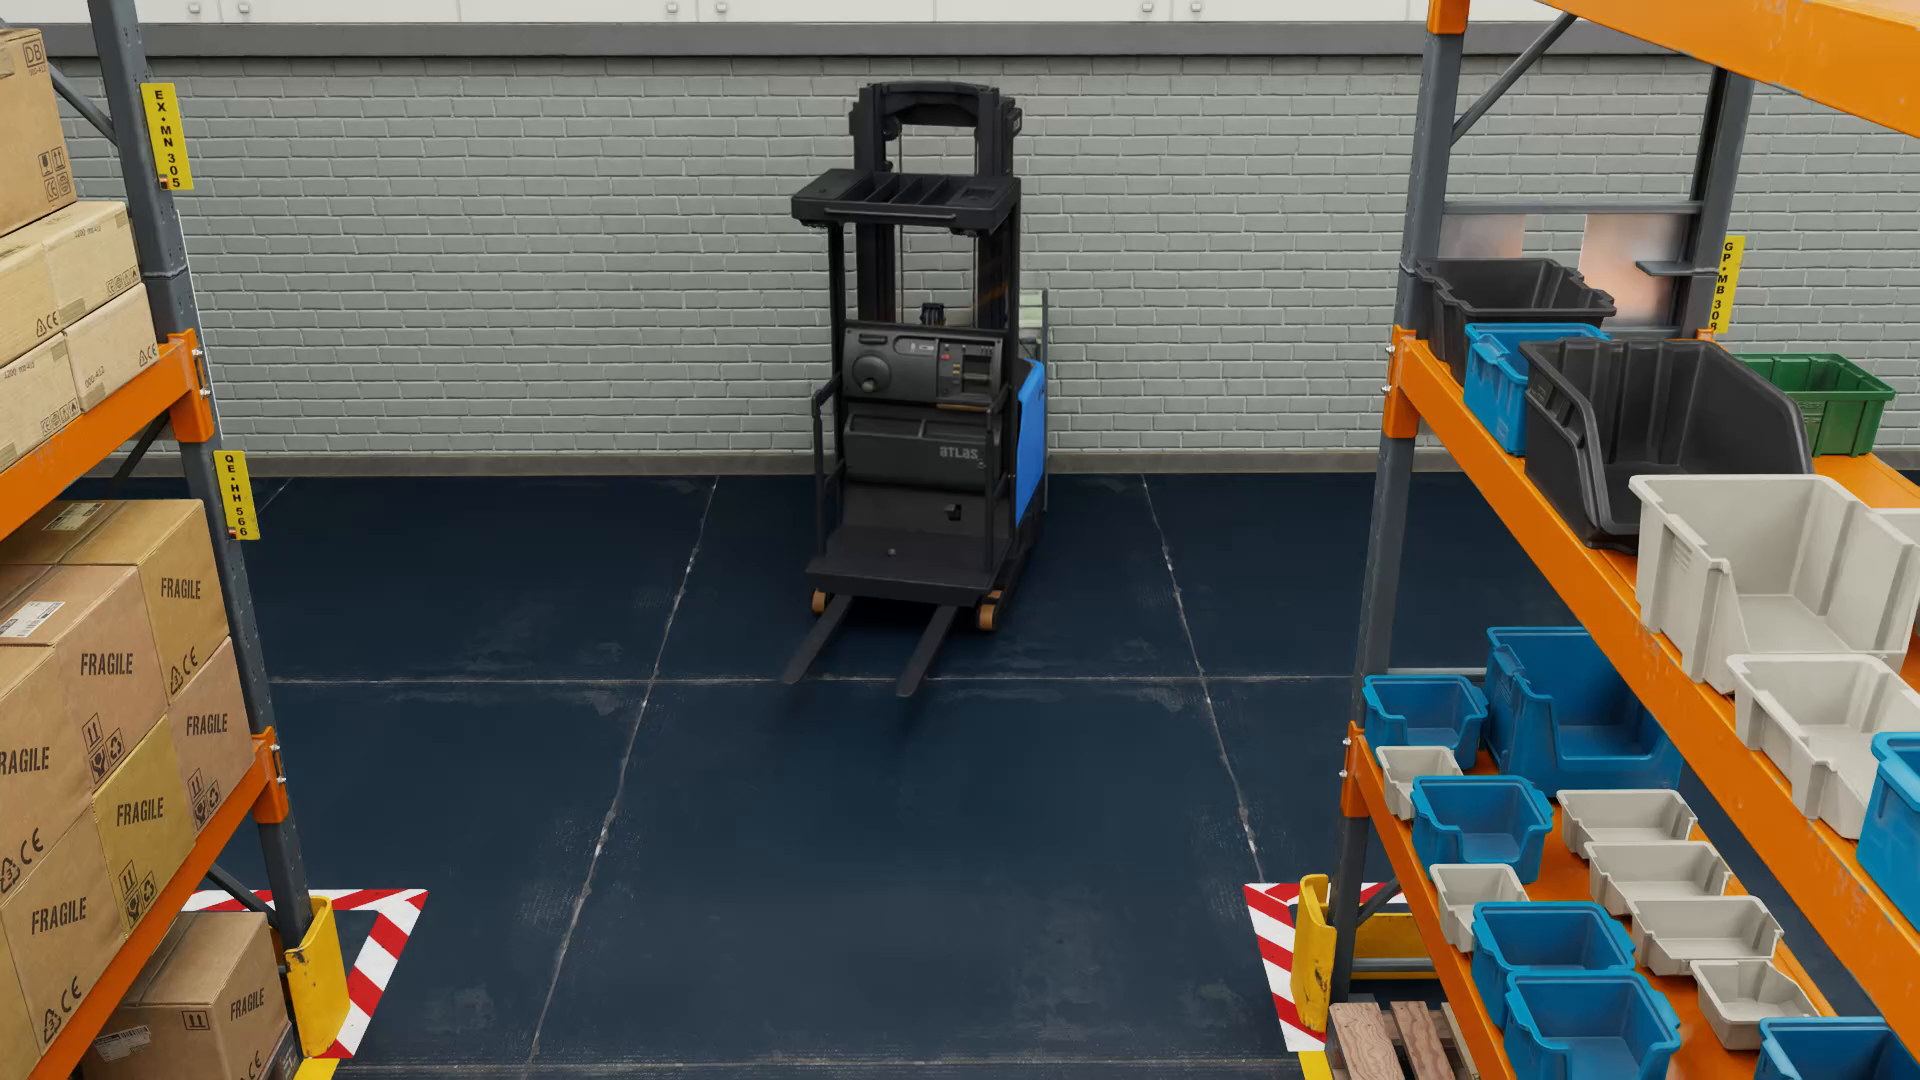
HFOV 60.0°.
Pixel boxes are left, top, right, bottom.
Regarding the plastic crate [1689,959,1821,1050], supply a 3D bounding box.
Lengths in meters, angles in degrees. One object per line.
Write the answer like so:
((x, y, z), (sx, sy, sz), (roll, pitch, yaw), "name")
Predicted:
((2.167, 1.279, 4.530), (0.298, 0.136, 0.250), (0, 24, -1), "plastic crate")

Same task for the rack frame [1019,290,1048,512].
((0.369, -0.885, 10.817), (0.400, 1.500, 0.023), (-1, 22, 0), "rack frame")

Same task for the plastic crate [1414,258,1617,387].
((1.665, -0.653, 5.072), (0.497, 0.269, 0.590), (0, 24, -1), "plastic crate")

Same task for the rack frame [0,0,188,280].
((-3.014, -2.218, 4.735), (1.000, 3.000, 0.127), (0, 24, -1), "rack frame")

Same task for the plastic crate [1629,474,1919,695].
((1.655, 0.096, 3.401), (0.437, 0.282, 0.530), (0, 24, -1), "plastic crate")

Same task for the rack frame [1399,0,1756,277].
((1.939, -2.239, 4.780), (1.000, 3.000, 0.127), (0, 24, -1), "rack frame")

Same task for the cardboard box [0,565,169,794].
((-2.728, 0.404, 4.881), (0.500, 0.500, 0.500), (0, 24, 1), "cardboard box")

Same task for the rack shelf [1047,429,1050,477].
((0.370, -0.720, 11.278), (0.431, 0.370, 0.720), (-1, 22, 0), "rack shelf")

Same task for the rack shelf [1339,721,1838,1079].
((1.961, 1.646, 4.343), (1.077, 0.370, 4.000), (0, 24, -1), "rack shelf")

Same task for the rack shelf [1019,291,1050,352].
((0.358, -1.384, 11.011), (0.431, 0.370, 0.720), (-1, 22, 0), "rack shelf")

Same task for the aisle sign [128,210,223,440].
((-2.708, -0.699, 5.500), (0.394, 0.787, 0.004), (0, 24, -1), "aisle sign")

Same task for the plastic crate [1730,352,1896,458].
((2.236, -0.371, 4.546), (0.450, 0.188, 0.336), (0, 24, -1), "plastic crate")

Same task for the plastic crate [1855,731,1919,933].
((1.654, 0.479, 2.615), (0.416, 0.233, 0.300), (0, 24, -1), "plastic crate")

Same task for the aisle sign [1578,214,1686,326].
((2.231, -0.721, 5.549), (0.394, 0.787, 0.004), (0, 24, -1), "aisle sign")

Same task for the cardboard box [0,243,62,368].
((-2.748, -0.594, 4.360), (0.500, 0.250, 0.500), (0, 24, -1), "cardboard box")

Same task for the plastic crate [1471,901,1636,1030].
((1.627, 1.189, 4.611), (0.416, 0.233, 0.300), (0, 24, -1), "plastic crate")

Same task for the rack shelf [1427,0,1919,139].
((1.961, -0.905, 3.189), (1.077, 0.370, 4.000), (0, 24, -1), "rack shelf")

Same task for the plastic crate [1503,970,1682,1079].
((1.630, 1.313, 4.338), (0.416, 0.233, 0.300), (0, 24, -1), "plastic crate")

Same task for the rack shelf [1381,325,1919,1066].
((1.961, 0.280, 3.725), (1.077, 0.370, 4.000), (0, 24, -1), "rack shelf")

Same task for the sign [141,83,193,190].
((-2.459, -1.249, 5.158), (0.100, 0.325, 0.005), (0, 24, -1), "sign")

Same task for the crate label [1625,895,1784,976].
((2.145, 1.157, 4.800), (0.396, 0.136, 0.243), (0, 24, -1), "crate label")

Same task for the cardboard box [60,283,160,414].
((-2.745, -0.573, 4.918), (0.500, 0.250, 0.500), (0, 24, -1), "cardboard box")

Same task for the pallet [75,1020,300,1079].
((-3.003, 2.146, 5.750), (1.003, 0.211, 1.213), (0, 24, -1), "pallet")

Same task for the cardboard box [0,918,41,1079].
((-2.722, 1.280, 4.159), (0.500, 0.500, 0.500), (-1, 24, -1), "cardboard box")

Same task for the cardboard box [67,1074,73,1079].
((-3.286, 1.999, 5.493), (0.500, 0.250, 0.500), (0, 24, -1), "cardboard box")

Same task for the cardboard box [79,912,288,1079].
((-2.762, 1.677, 5.902), (0.500, 0.500, 0.500), (0, 24, -1), "cardboard box")

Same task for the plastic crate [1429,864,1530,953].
((1.541, 1.103, 4.919), (0.250, 0.136, 0.298), (0, 24, -1), "plastic crate")

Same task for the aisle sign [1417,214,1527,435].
((1.641, -0.718, 5.544), (0.394, 0.787, 0.004), (0, 24, -1), "aisle sign")

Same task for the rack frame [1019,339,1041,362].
((0.360, -1.159, 11.496), (0.400, 1.500, 0.023), (-1, 22, 0), "rack frame")

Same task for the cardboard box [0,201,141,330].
((-2.753, -0.800, 4.815), (0.500, 0.250, 0.500), (0, 24, -1), "cardboard box")

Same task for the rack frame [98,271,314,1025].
((-3.014, 0.515, 5.971), (1.000, 3.000, 0.127), (0, 24, -1), "rack frame")

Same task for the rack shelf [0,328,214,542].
((-2.992, 0.300, 3.679), (1.077, 0.370, 4.000), (0, 24, -1), "rack shelf")

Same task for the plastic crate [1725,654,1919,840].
((1.588, 0.374, 2.964), (0.293, 0.136, 0.466), (0, 24, -1), "plastic crate")

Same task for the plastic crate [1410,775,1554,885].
((1.620, 0.918, 5.211), (0.416, 0.233, 0.300), (0, 24, -1), "plastic crate")

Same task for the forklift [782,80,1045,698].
((-0.260, -0.974, 9.346), (1.130, 2.935, 3.031), (5, 25, 11), "forklift")

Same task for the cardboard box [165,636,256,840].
((-2.737, 0.653, 5.545), (0.500, 0.500, 0.500), (0, 24, 1), "cardboard box")

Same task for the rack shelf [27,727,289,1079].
((-2.992, 1.667, 4.297), (1.077, 0.370, 4.000), (0, 24, -1), "rack shelf")

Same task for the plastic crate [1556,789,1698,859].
((2.129, 0.922, 5.318), (0.396, 0.136, 0.243), (0, 24, -1), "plastic crate")

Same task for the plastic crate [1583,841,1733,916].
((2.118, 1.042, 5.053), (0.396, 0.136, 0.243), (0, 24, -1), "plastic crate")

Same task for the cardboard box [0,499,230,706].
((-2.734, 0.196, 5.341), (0.500, 0.500, 0.500), (0, 24, -1), "cardboard box")

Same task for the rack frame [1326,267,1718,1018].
((1.939, 0.494, 6.017), (1.000, 3.000, 0.127), (0, 24, -1), "rack frame")

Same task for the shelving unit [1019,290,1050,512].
((0.365, -1.022, 11.156), (0.431, 1.500, 0.755), (-1, 22, 0), "shelving unit")

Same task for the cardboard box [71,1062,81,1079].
((-3.350, 1.883, 5.851), (0.380, 0.166, 0.250), (0, 24, -1), "cardboard box")

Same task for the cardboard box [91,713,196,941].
((-2.728, 0.867, 5.072), (0.500, 0.500, 0.500), (0, 24, 0), "cardboard box")

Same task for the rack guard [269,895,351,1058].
((-3.013, 1.685, 6.417), (1.175, 0.500, 0.348), (0, 24, -1), "rack guard")

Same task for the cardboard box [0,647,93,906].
((-2.717, 0.618, 4.409), (0.500, 0.500, 0.500), (0, 24, 1), "cardboard box")

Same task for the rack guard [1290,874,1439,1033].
((1.926, 1.624, 6.554), (1.175, 0.500, 0.348), (0, 24, -1), "rack guard")

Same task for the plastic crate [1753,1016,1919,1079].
((2.218, 1.388, 4.170), (0.416, 0.233, 0.300), (0, 24, -1), "plastic crate")

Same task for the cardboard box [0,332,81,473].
((-2.750, -0.367, 4.463), (0.500, 0.250, 0.500), (0, 24, -1), "cardboard box")

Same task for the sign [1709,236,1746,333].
((2.489, -0.834, 5.440), (0.100, 0.325, 0.005), (0, 24, -1), "sign")

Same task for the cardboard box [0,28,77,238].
((-2.992, -1.141, 4.658), (0.700, 0.500, 0.500), (0, 24, -1), "cardboard box")

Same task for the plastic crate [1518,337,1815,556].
((1.681, -0.213, 4.017), (0.504, 0.338, 0.767), (0, 24, -1), "plastic crate")

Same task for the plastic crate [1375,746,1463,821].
((1.533, 0.823, 5.537), (0.250, 0.136, 0.298), (0, 24, -1), "plastic crate")

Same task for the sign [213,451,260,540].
((-2.459, -0.151, 5.654), (0.100, 0.325, 0.005), (0, 24, -1), "sign")

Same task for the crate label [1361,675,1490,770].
((1.613, 0.647, 5.811), (0.416, 0.233, 0.303), (0, 24, -1), "crate label")

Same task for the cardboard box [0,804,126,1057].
((-2.728, 1.072, 4.618), (0.500, 0.500, 0.500), (0, 24, 0), "cardboard box")

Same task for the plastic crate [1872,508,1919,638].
((2.210, 0.098, 3.573), (0.437, 0.136, 0.530), (0, 24, -1), "plastic crate")

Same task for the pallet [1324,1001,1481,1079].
((1.909, 2.105, 5.840), (1.003, 0.211, 1.213), (0, 24, -1), "pallet")

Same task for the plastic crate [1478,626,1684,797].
((2.130, 0.588, 5.694), (0.616, 0.435, 0.499), (0, 24, -1), "plastic crate")

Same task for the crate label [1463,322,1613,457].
((1.626, -0.423, 4.585), (0.408, 0.251, 0.502), (0, 24, -1), "crate label")
